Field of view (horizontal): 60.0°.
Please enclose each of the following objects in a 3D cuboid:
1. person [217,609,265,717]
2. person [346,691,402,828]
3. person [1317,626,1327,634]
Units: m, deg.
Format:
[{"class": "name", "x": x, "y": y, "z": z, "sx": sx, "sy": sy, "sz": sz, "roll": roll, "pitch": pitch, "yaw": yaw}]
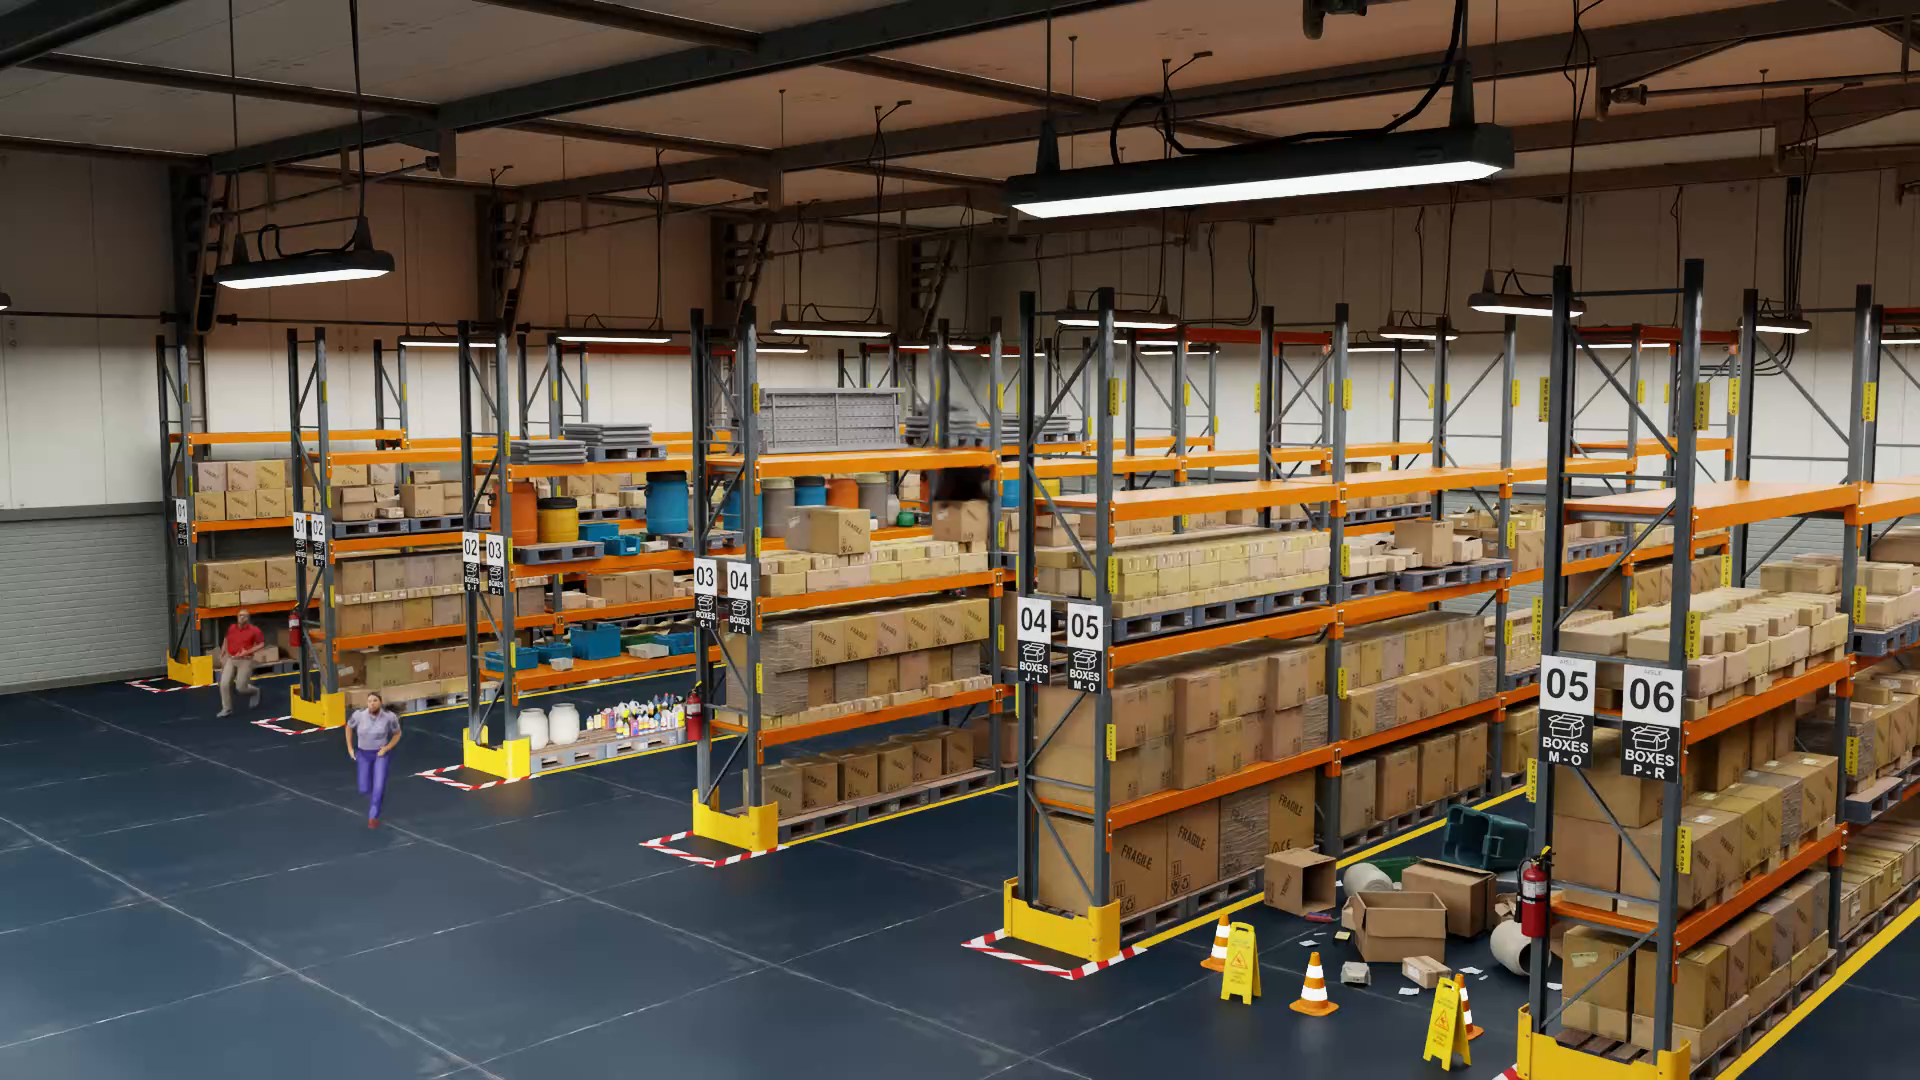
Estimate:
[{"class": "person", "x": -11.237, "y": 1.906, "z": 26.062, "sx": 0.684, "sy": 1.654, "sz": 0.673, "roll": 0, "pitch": 5, "yaw": 5}, {"class": "person", "x": -6.894, "y": 2.558, "z": 19.581, "sx": 0.638, "sy": 1.611, "sz": 0.665, "roll": -1, "pitch": 5, "yaw": -10}, {"class": "person", "x": 5.369, "y": 2.051, "z": 24.801, "sx": 0.512, "sy": 1.557, "sz": 0.570, "roll": 4, "pitch": 7, "yaw": 37}]
